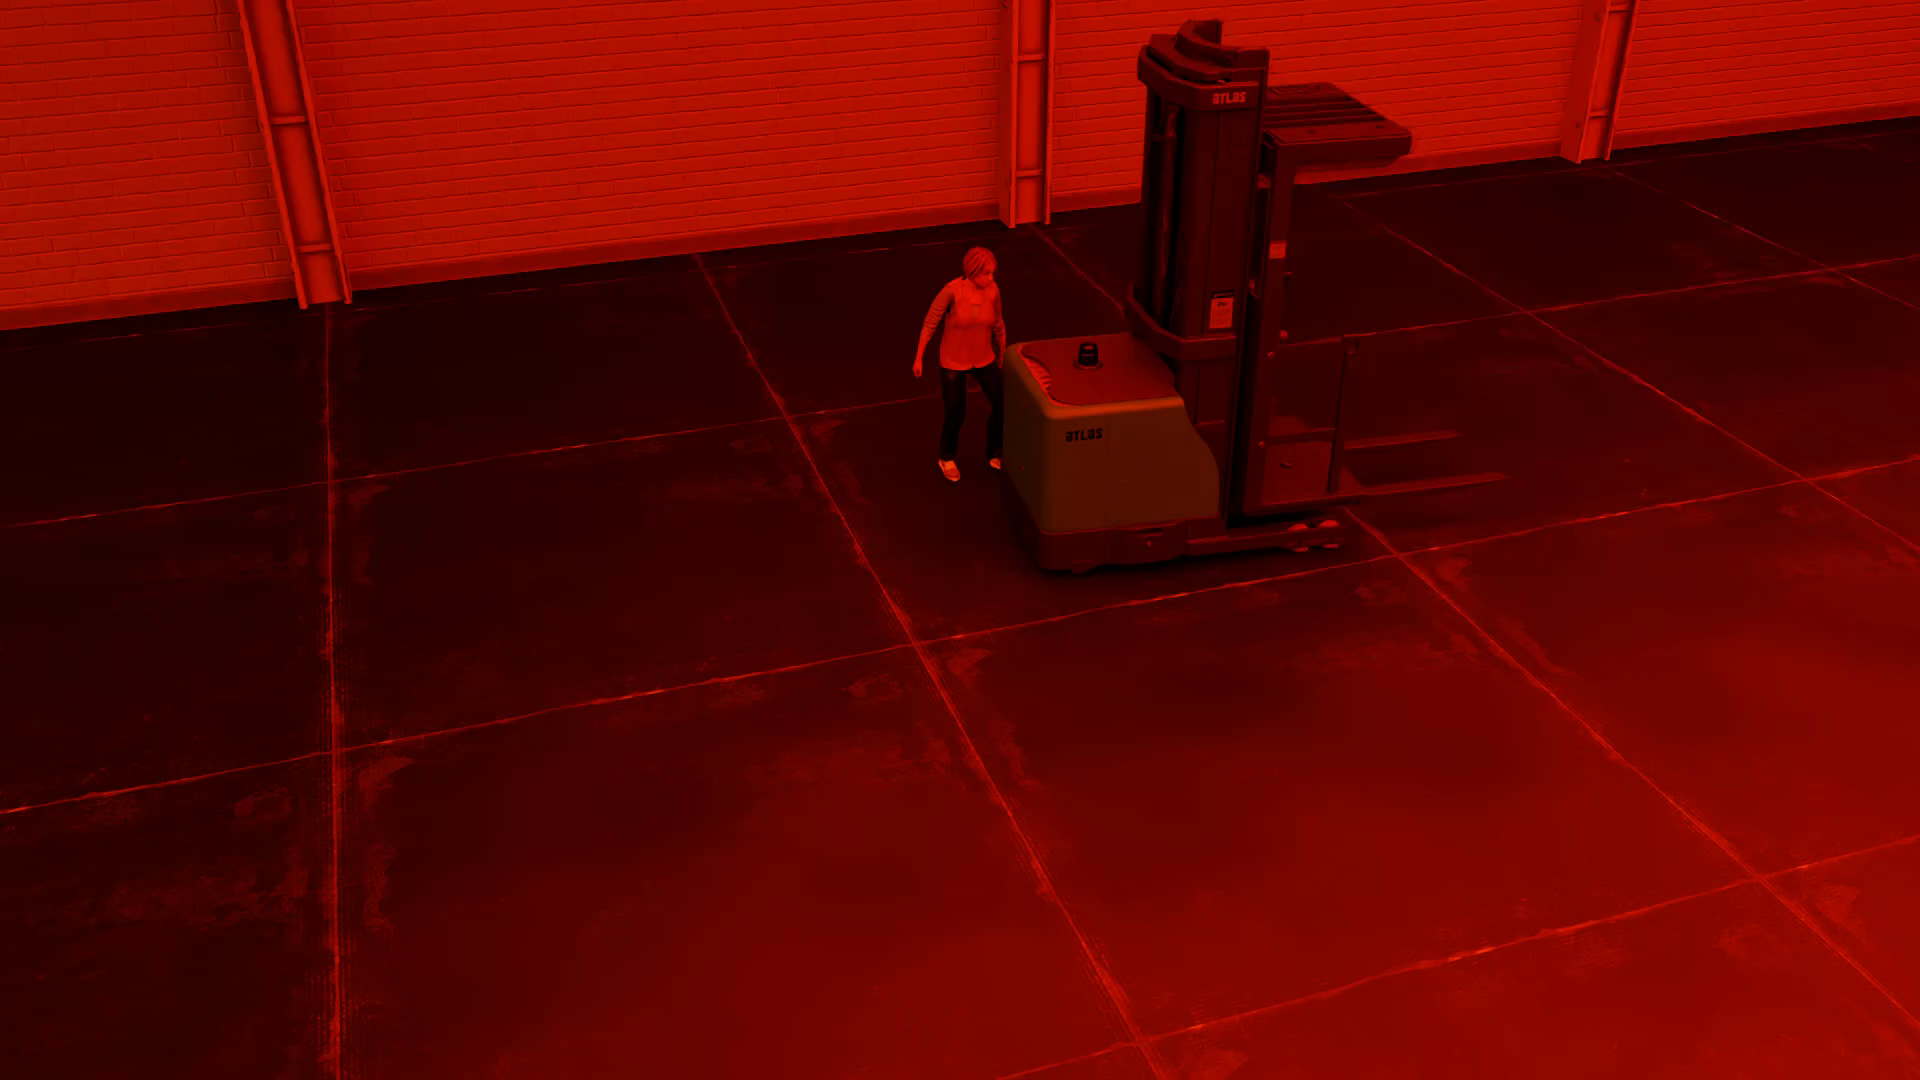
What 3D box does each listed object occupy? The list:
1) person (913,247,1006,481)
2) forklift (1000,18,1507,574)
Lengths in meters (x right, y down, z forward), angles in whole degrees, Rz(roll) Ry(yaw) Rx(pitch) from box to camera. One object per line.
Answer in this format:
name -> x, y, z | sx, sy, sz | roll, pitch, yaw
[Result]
person -> 0.073, -1.104, 10.407 | 0.737, 1.565, 0.398 | -10, 31, -17
forklift -> 1.821, -1.449, 9.605 | 3.031, 2.935, 1.130 | -7, 31, -11
